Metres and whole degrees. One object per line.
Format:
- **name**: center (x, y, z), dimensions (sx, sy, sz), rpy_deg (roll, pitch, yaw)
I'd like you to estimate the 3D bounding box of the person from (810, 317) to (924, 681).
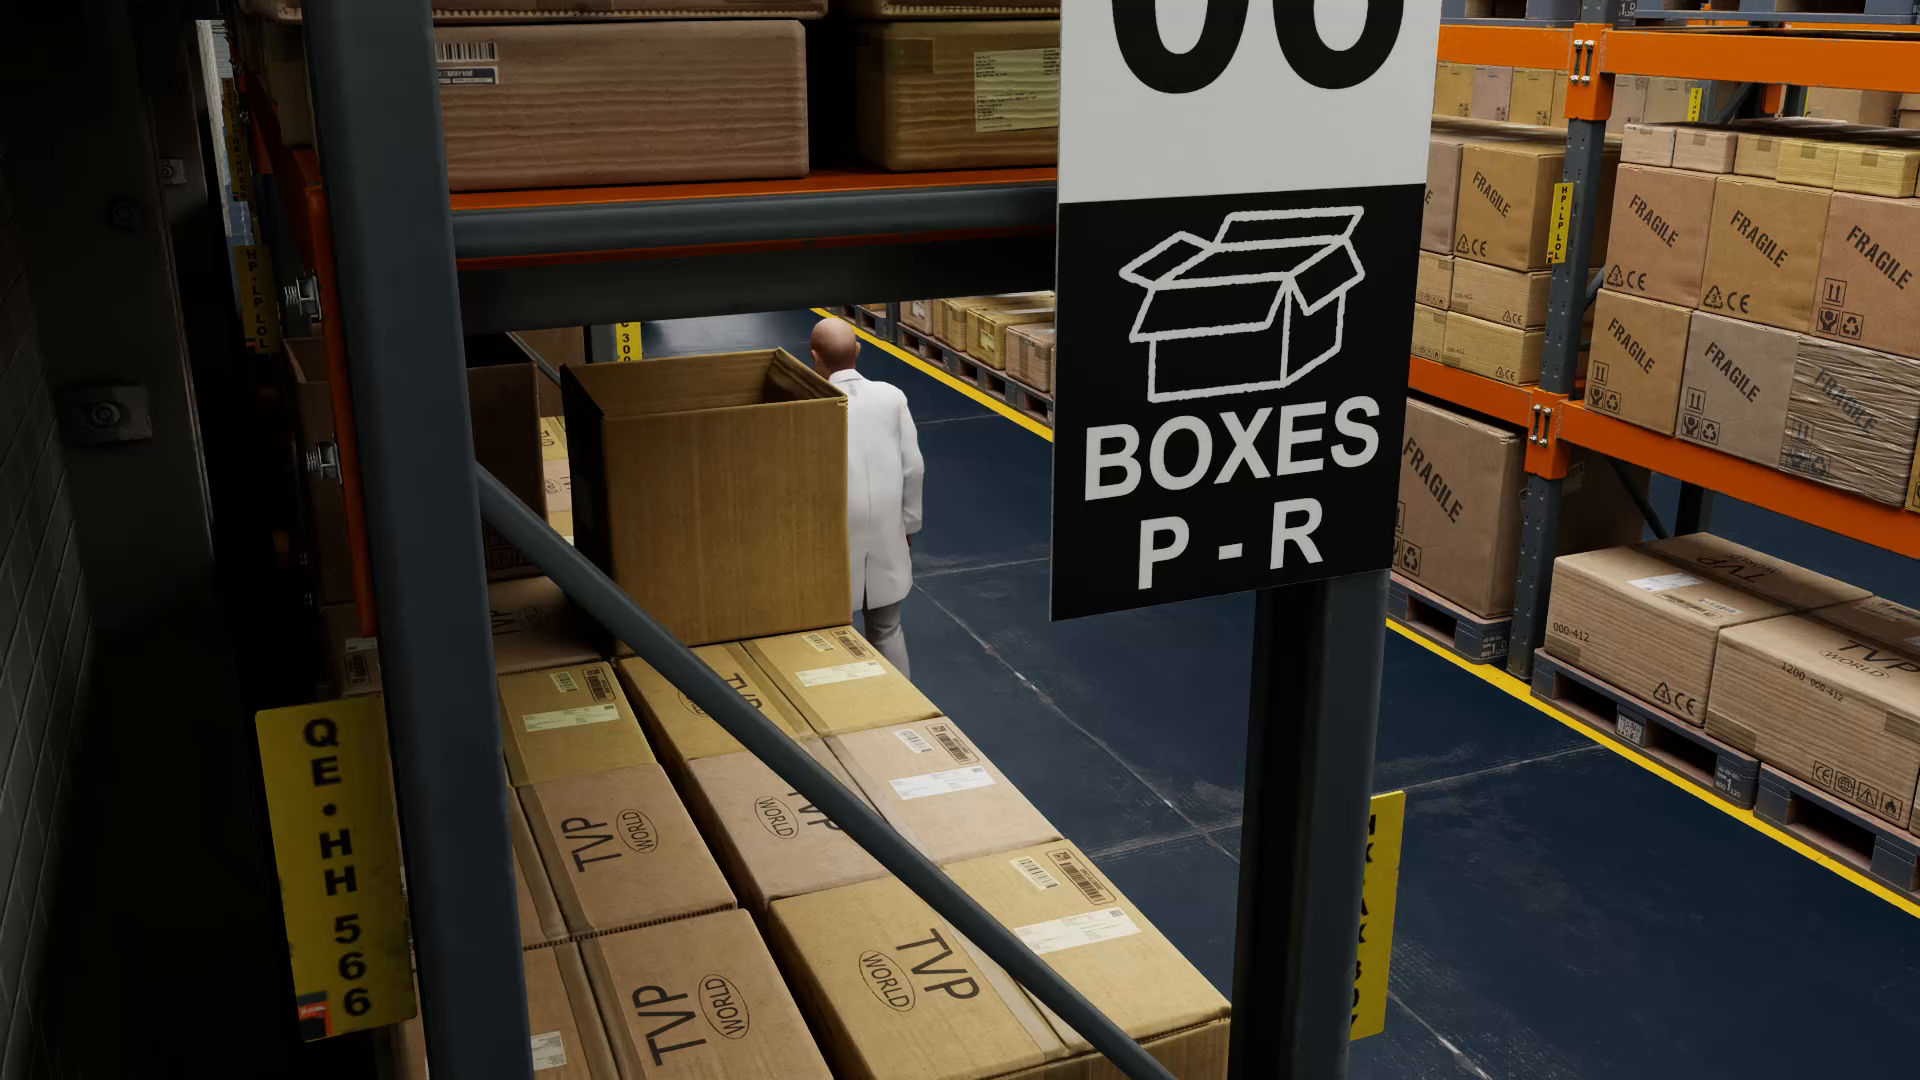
- **person**: center (-0.445, 0.008, 6.561), dimensions (0.655, 1.775, 0.423), rpy_deg (-9, 21, -26)
